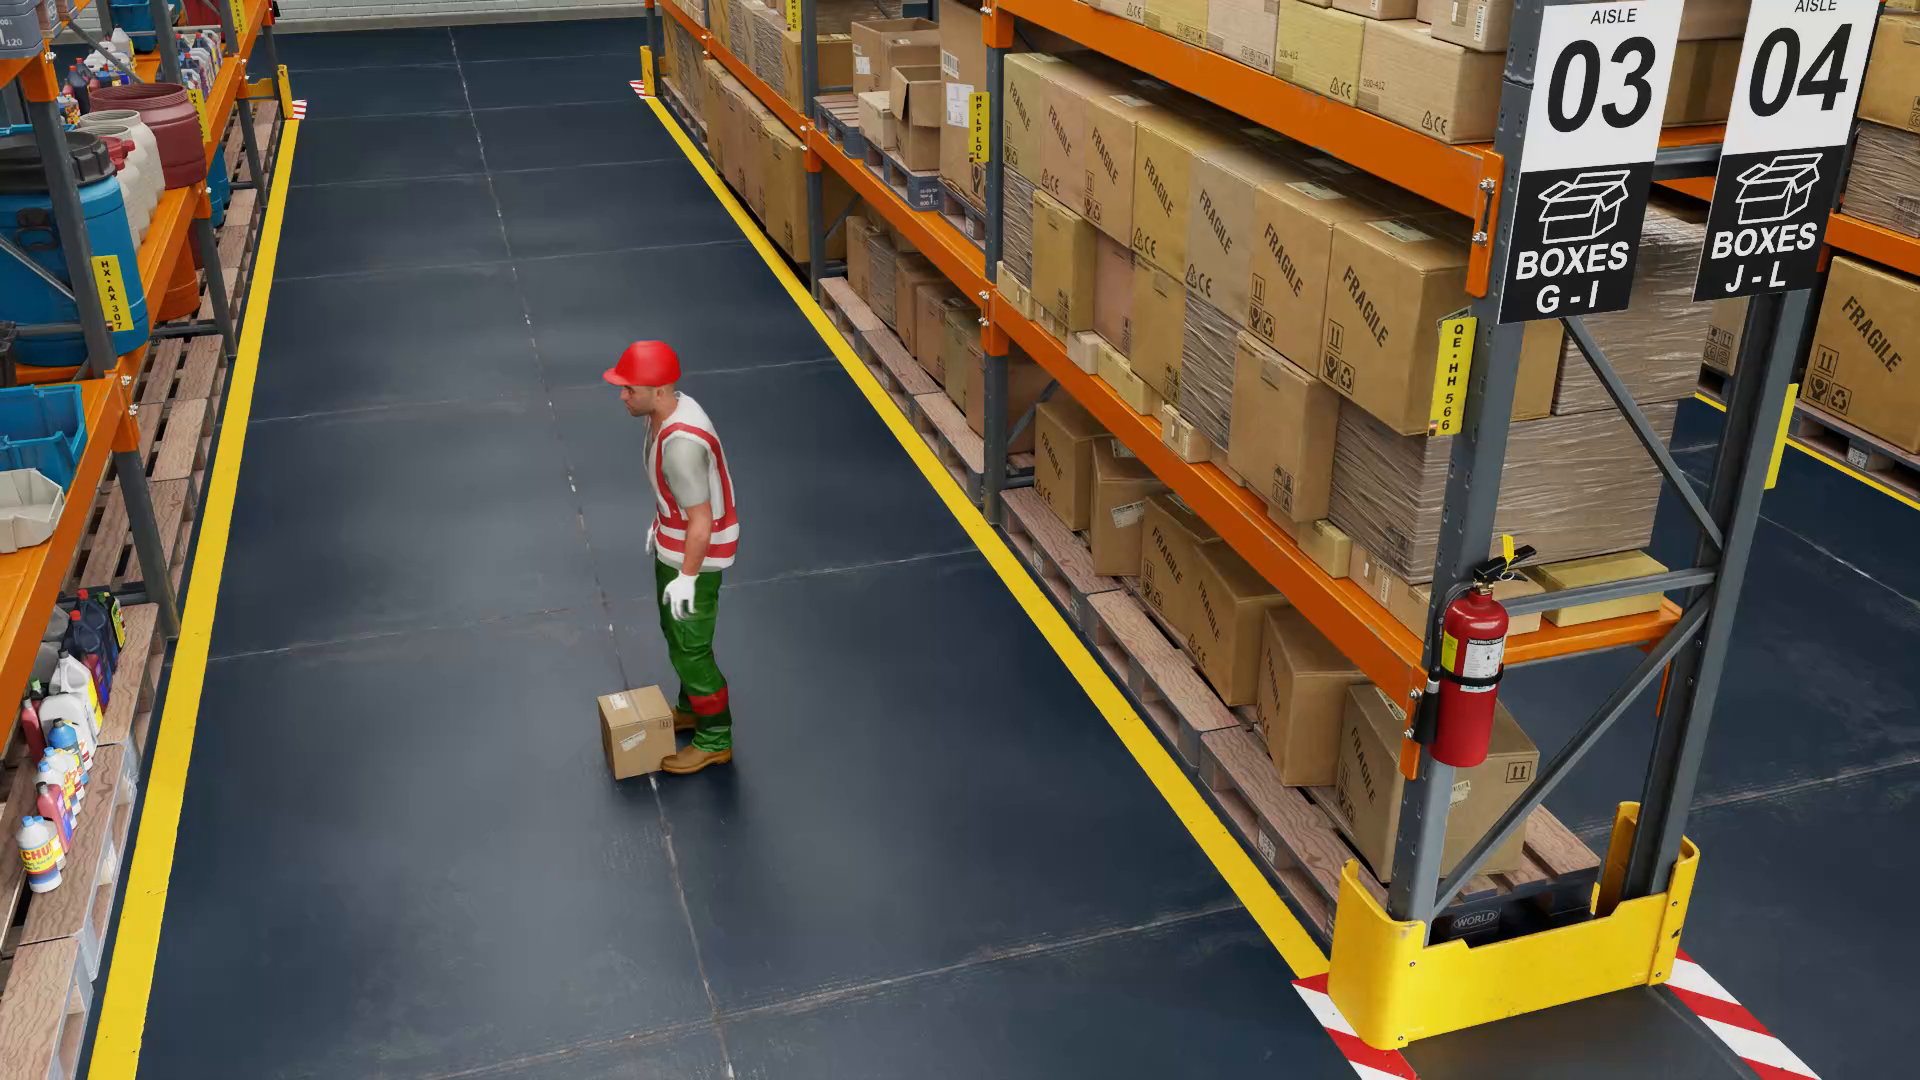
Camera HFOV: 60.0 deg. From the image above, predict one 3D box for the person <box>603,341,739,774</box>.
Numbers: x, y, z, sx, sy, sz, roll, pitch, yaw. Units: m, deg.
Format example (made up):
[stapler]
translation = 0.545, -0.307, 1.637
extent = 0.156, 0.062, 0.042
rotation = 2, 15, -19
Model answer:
[person]
translation = -1.092, 0.060, 6.472
extent = 0.448, 1.780, 0.608
rotation = -8, 27, -16
